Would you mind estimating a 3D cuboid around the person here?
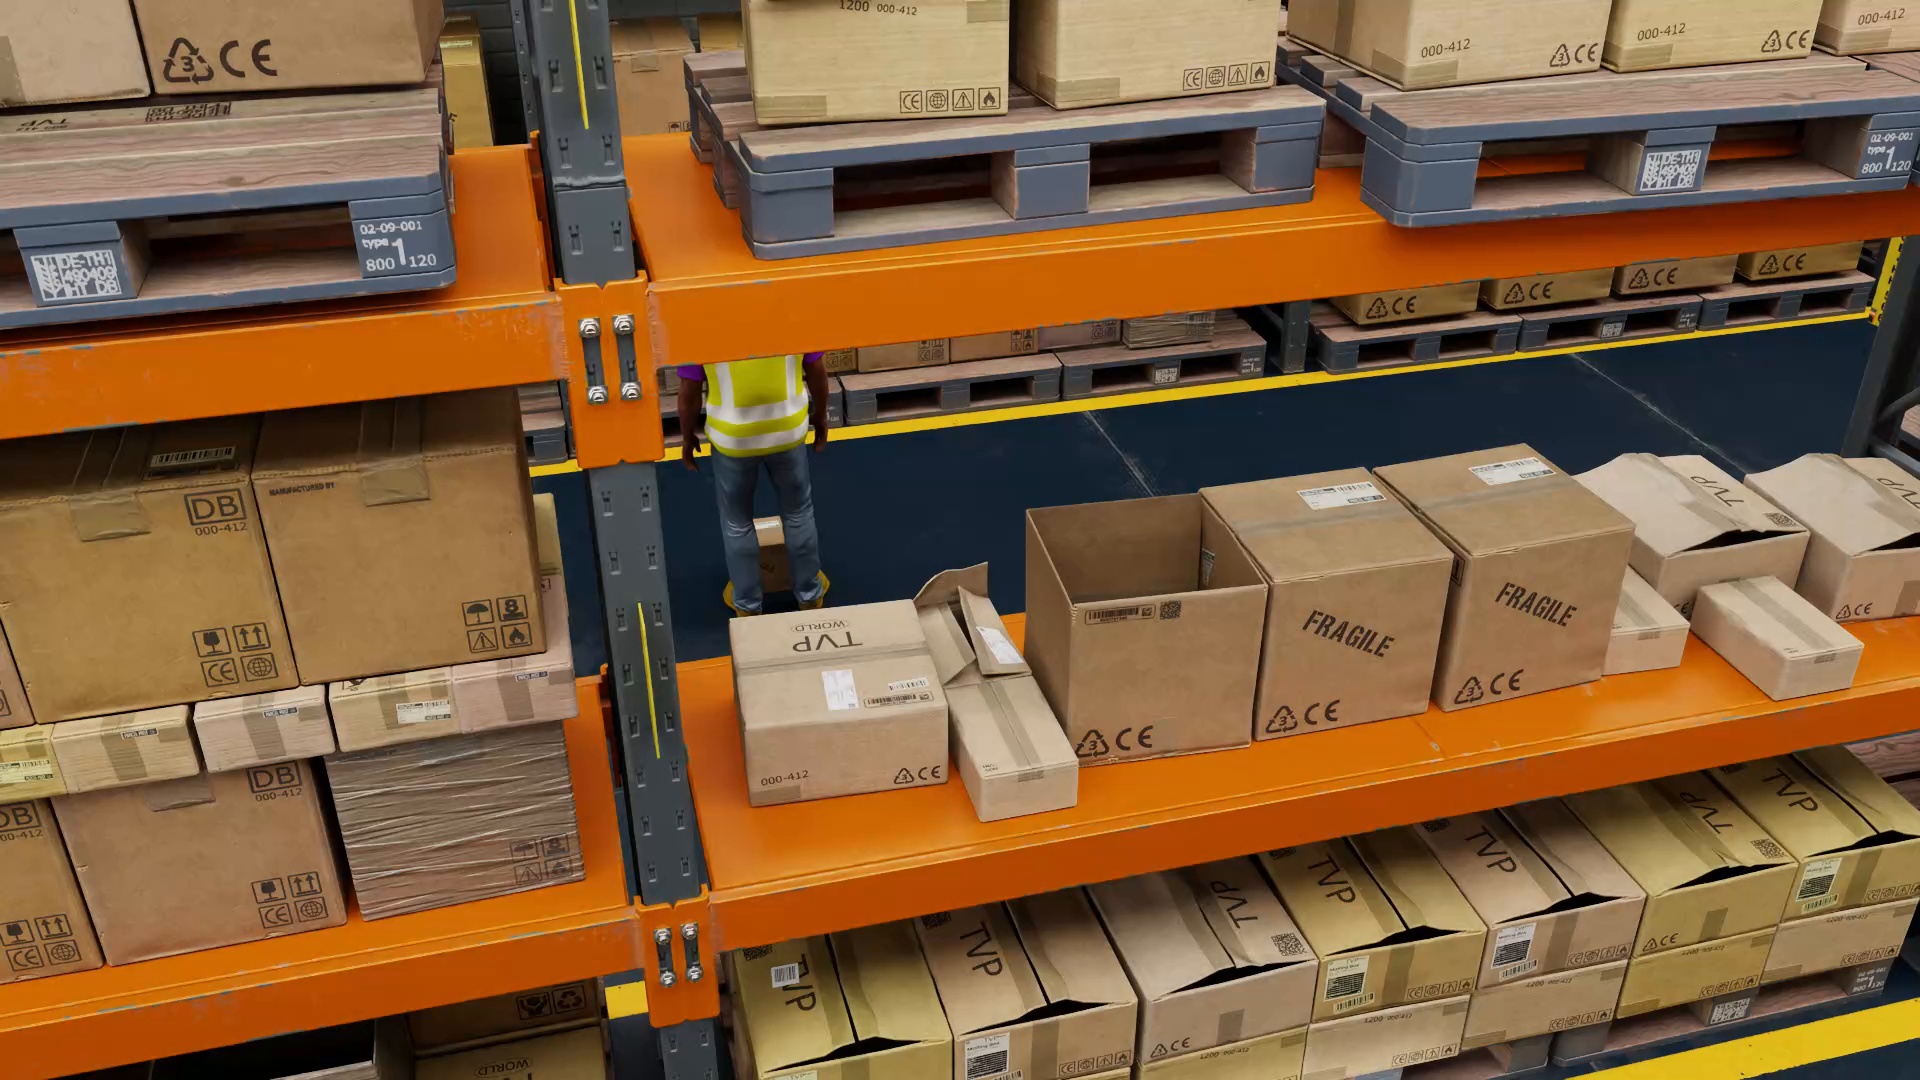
[{"bbox_3d":[-0.853,-0.469,6.923,0.634,1.759,0.460,-9,31,-15],"label":"person"}]
